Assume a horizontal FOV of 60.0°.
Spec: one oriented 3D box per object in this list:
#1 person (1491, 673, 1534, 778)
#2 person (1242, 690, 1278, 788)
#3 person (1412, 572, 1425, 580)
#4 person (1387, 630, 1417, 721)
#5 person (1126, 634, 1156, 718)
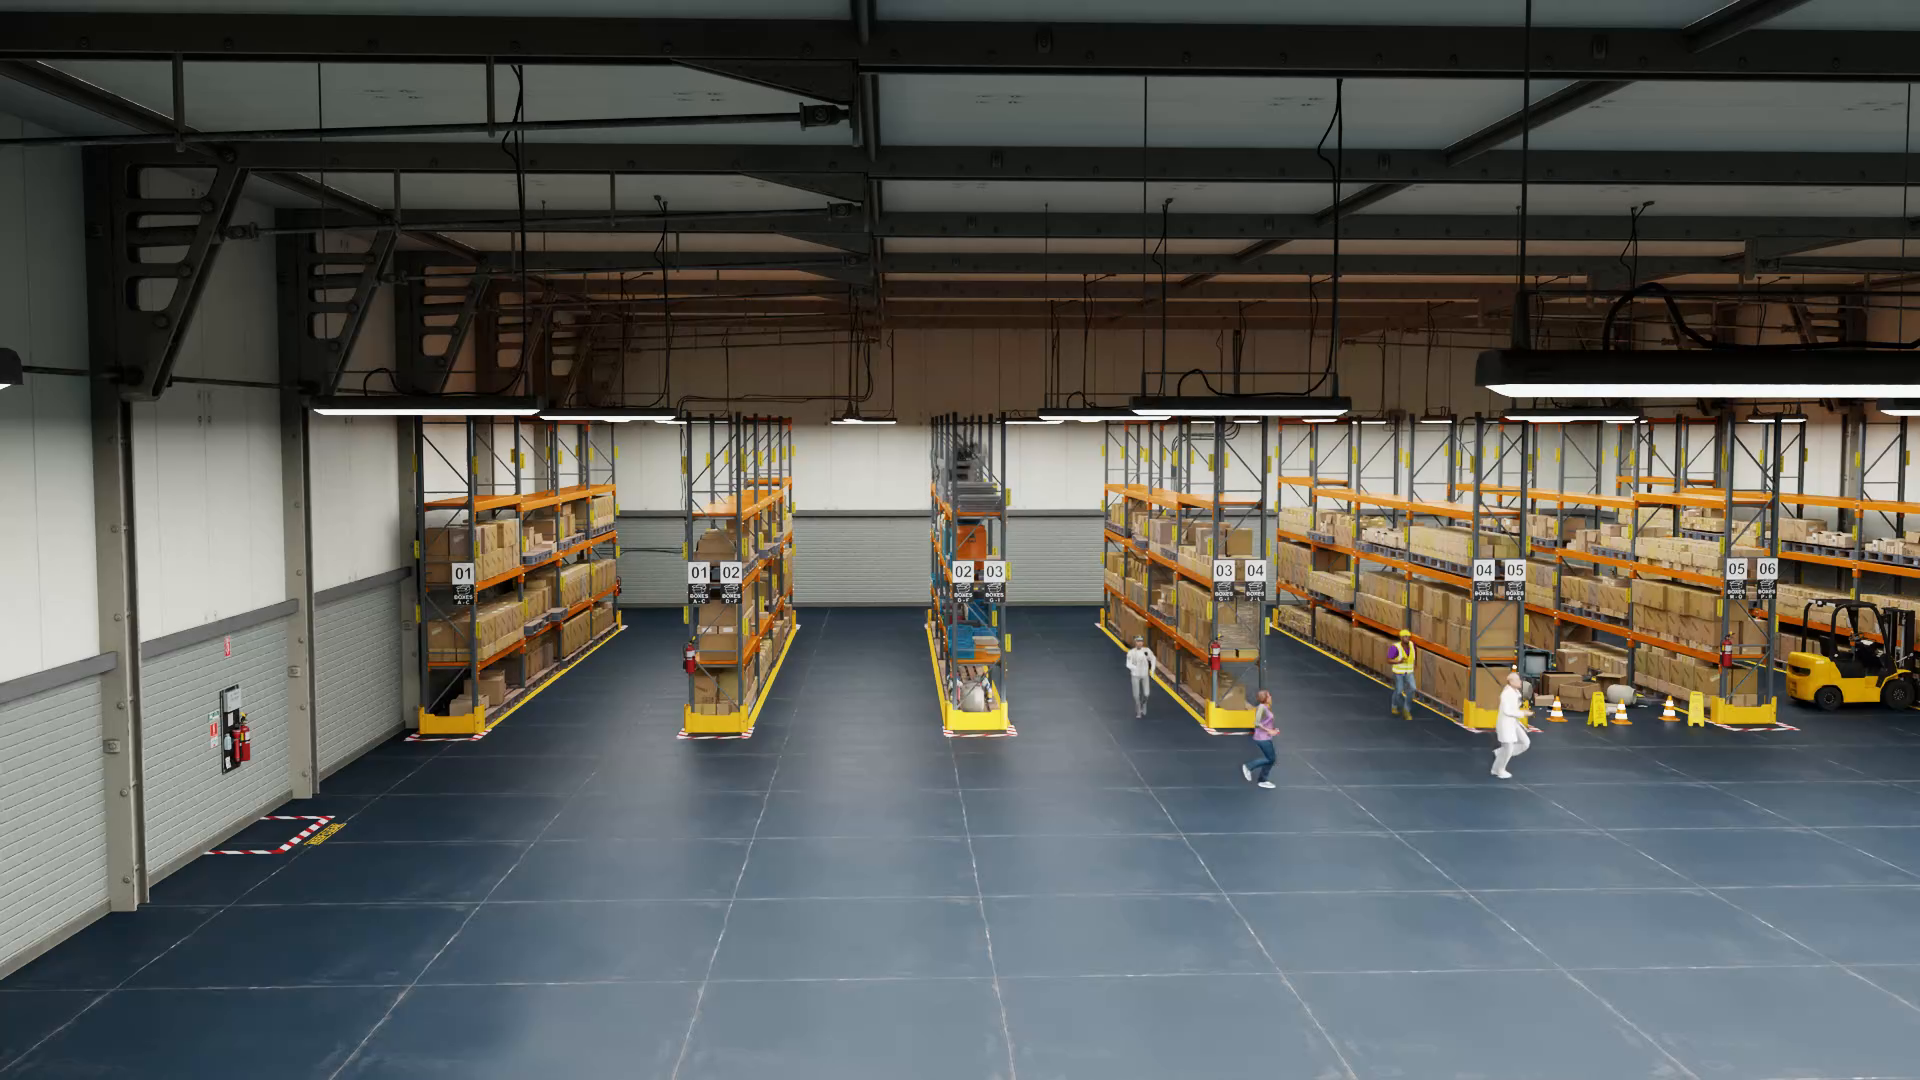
[{"bbox_3d":[8.977,3.016,27.008,0.724,1.728,0.761,3,5,38],"label":"person"},{"bbox_3d":[4.773,3.150,26.385,0.557,1.553,0.534,1,4,17],"label":"person"},{"bbox_3d":[13.482,1.523,49.155,0.575,1.731,0.660,-1,4,-12],"label":"person"},{"bbox_3d":[8.684,2.631,32.611,0.728,1.793,0.839,-1,4,-10],"label":"person"},{"bbox_3d":[3.556,2.673,32.569,0.606,1.665,0.612,0,4,0],"label":"person"}]
